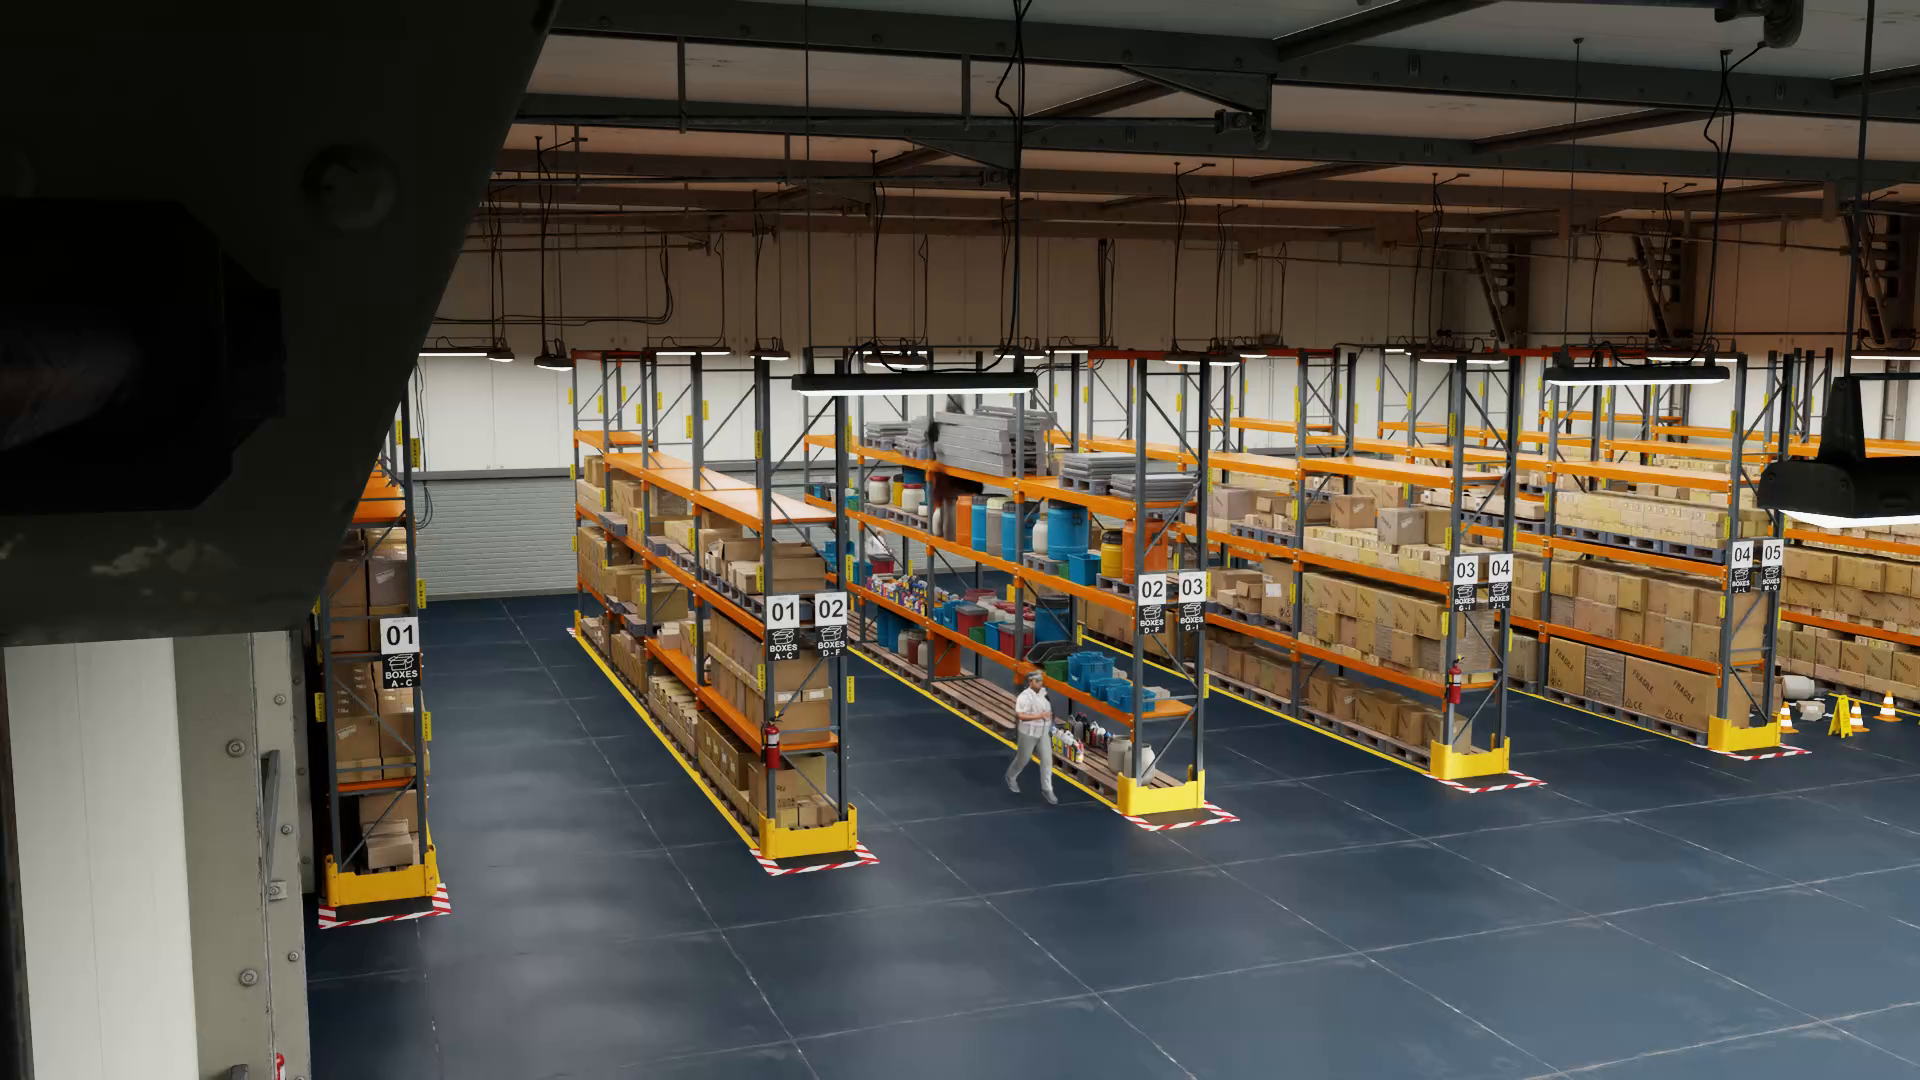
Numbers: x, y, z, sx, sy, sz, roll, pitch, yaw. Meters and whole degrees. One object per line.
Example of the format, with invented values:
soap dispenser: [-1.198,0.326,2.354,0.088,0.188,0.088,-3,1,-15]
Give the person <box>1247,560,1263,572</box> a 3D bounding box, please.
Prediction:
person: [7.555,0.288,42.101,0.661,1.619,0.586,-4,8,-32]

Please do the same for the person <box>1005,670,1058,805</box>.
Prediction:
person: [0.982,2.626,22.604,0.650,1.795,0.959,-5,9,-36]

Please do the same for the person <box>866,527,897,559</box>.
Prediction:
person: [-1.927,0.544,39.484,0.844,1.732,0.758,-1,7,-8]
